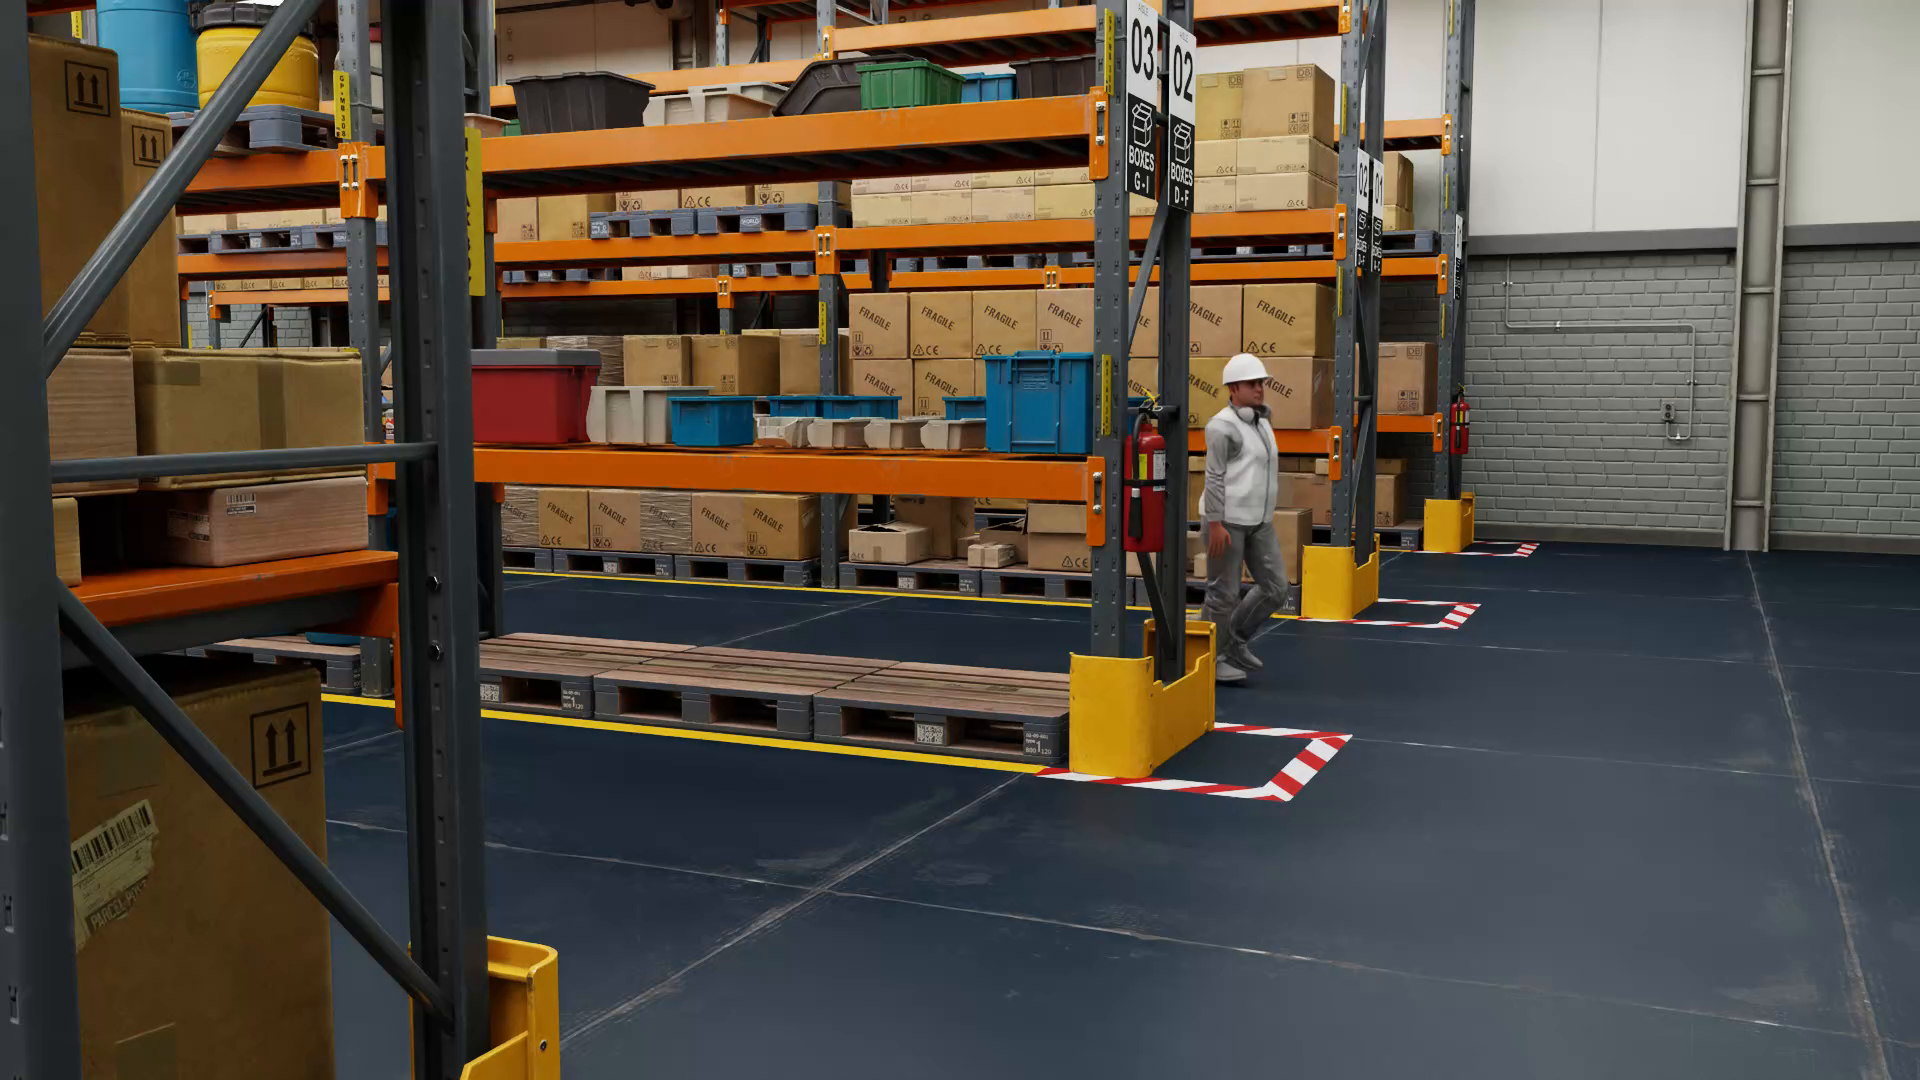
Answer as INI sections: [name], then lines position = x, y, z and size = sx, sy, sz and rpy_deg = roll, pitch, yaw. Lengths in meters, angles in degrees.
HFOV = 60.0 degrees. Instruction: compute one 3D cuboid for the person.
[person]
position = 1.477, -0.111, 8.903
size = 0.486, 1.760, 0.591
rpy_deg = 5, 8, 43
